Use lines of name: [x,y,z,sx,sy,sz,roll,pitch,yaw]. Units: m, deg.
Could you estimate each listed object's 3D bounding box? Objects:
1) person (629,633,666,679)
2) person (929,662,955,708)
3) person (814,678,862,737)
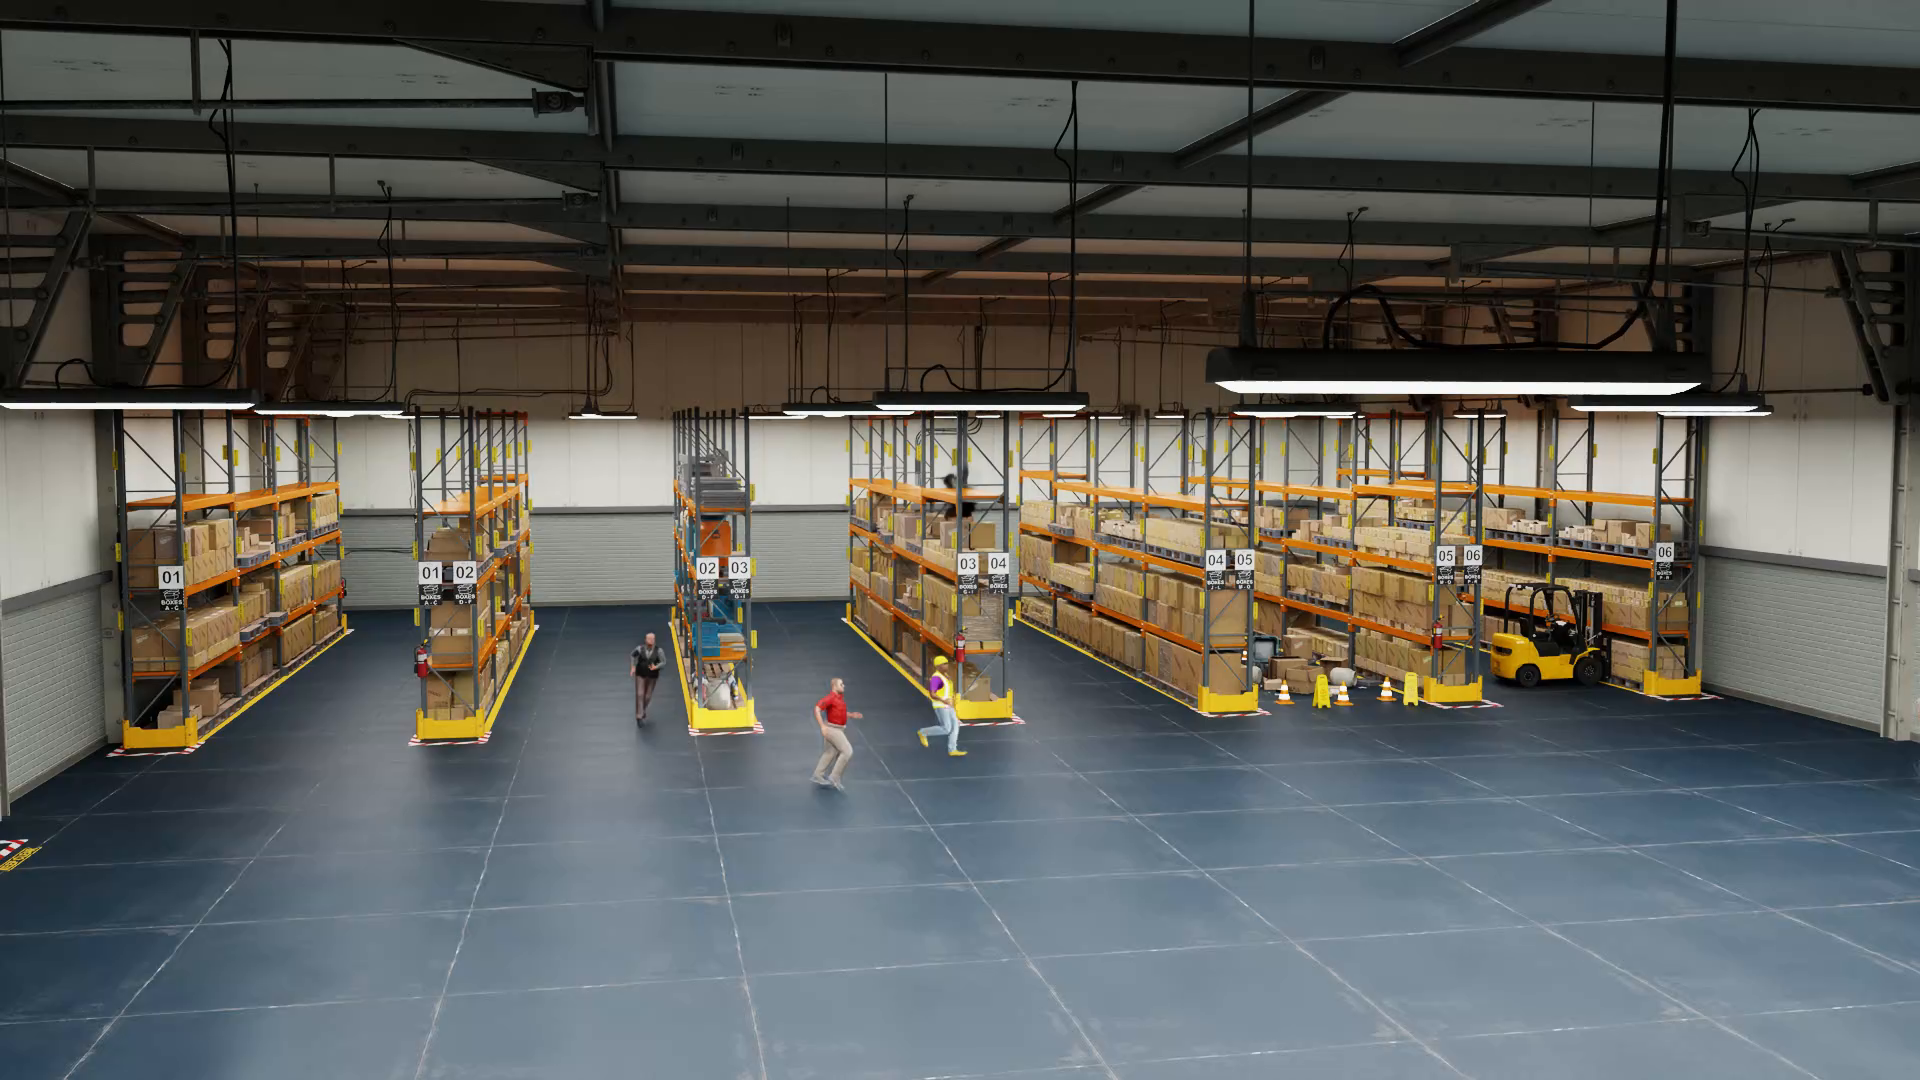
person: [-5.896,2.194,31.450,0.674,0.858,0.556,-1,4,-16]
person: [-0.262,2.441,28.459,0.507,0.847,0.711,1,4,17]
person: [-1.873,2.589,25.897,0.709,0.879,0.627,0,4,6]
